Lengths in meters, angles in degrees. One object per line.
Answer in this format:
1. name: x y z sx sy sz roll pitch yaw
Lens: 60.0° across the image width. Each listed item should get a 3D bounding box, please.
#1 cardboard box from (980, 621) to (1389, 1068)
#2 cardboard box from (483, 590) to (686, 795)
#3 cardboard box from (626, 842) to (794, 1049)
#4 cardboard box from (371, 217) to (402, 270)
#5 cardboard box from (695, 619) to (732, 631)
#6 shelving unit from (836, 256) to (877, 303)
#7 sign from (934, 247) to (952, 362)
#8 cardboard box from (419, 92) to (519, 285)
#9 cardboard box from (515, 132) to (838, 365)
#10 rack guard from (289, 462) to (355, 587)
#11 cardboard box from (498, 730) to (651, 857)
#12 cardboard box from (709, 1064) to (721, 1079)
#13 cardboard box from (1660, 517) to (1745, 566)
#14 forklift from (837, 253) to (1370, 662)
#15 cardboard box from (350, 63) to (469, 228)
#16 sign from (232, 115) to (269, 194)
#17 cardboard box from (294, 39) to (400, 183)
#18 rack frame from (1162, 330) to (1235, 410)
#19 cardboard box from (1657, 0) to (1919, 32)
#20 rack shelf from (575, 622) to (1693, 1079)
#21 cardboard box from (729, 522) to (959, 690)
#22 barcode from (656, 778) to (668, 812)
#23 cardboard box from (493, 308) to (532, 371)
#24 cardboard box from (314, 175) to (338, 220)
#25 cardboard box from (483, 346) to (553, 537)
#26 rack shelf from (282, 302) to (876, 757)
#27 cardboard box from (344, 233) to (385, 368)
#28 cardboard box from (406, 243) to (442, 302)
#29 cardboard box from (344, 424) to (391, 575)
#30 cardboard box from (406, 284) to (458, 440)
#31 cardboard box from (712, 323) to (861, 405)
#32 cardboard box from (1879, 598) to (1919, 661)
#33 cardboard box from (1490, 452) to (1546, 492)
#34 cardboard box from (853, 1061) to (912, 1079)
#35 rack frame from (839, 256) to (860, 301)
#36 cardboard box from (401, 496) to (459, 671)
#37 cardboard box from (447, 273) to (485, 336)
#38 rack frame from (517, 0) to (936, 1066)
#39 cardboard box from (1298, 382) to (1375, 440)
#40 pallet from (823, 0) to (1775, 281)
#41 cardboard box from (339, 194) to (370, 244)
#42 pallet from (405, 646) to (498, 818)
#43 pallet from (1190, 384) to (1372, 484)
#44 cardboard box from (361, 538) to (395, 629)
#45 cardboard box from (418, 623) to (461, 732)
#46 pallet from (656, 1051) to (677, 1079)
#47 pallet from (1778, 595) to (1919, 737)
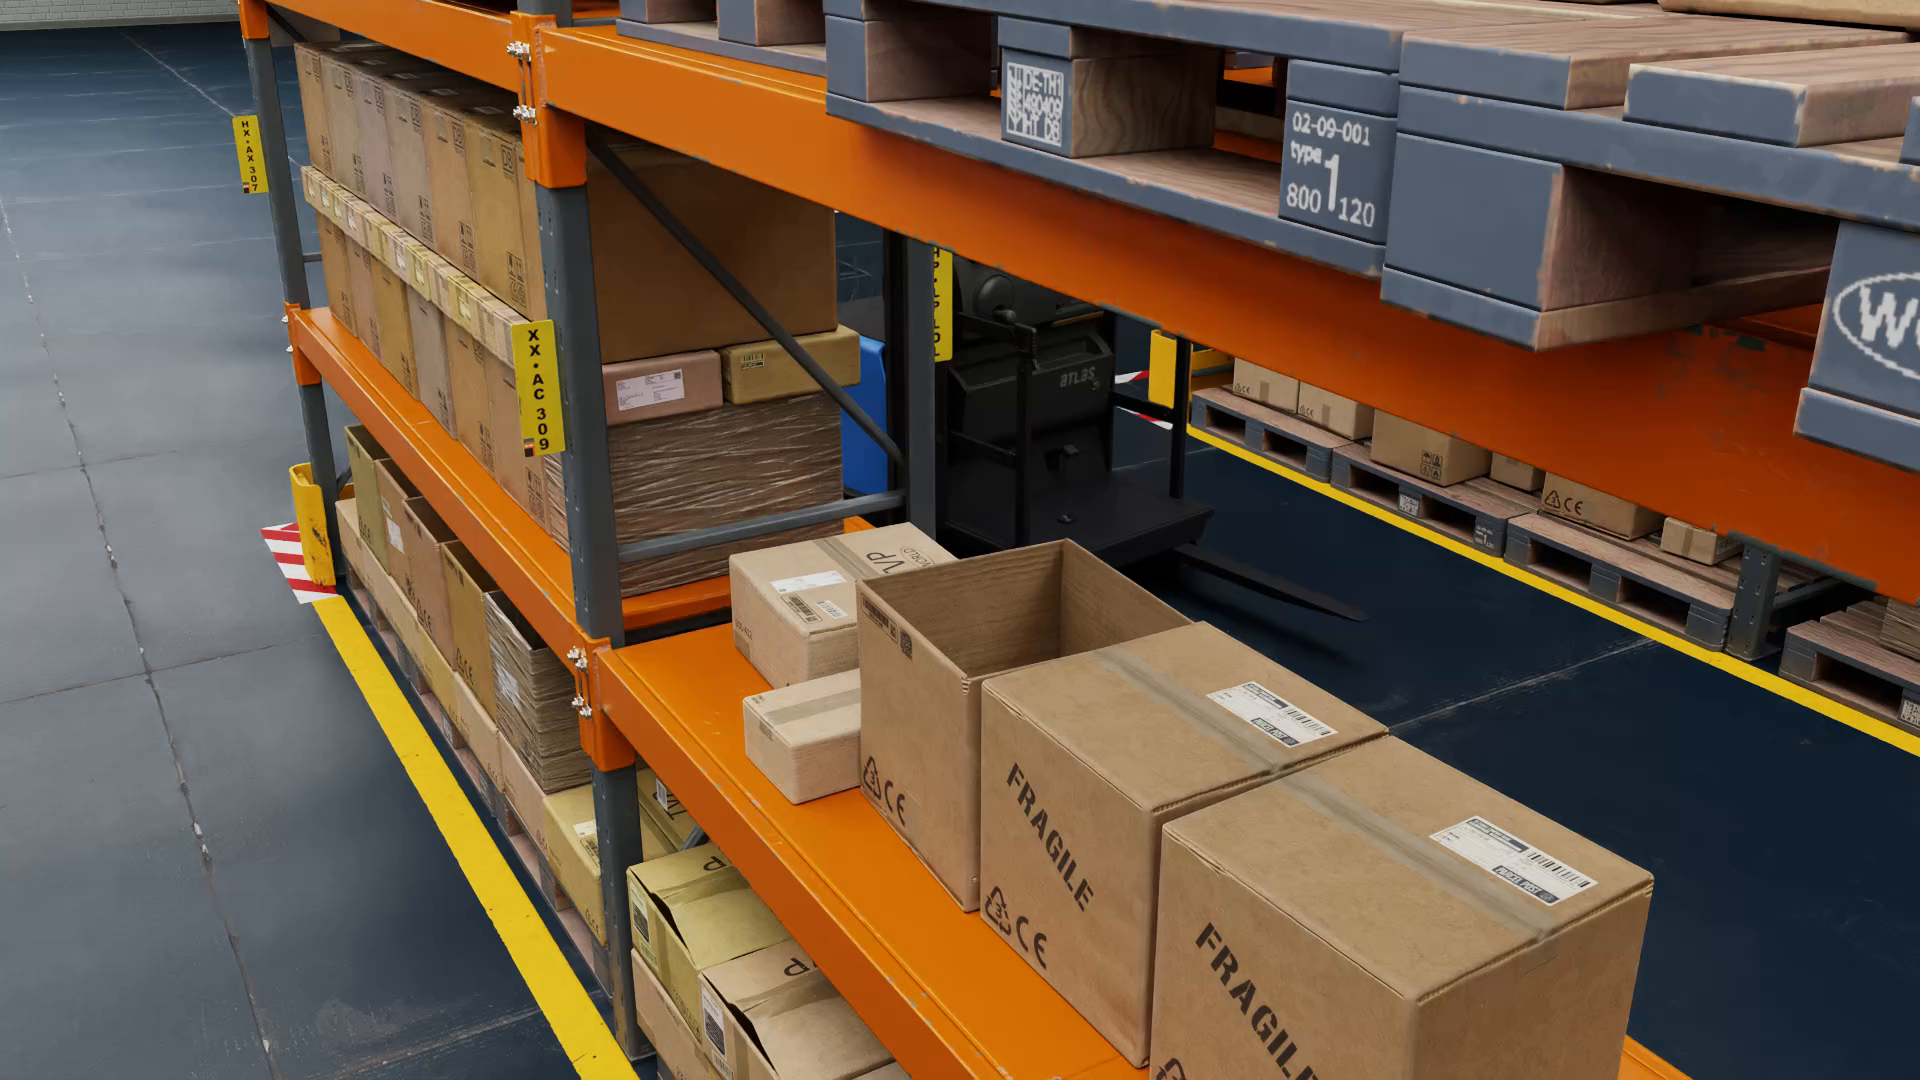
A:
1. cardboard box: 0.377 0.510 2.941 0.500 0.500 0.500 -13 25 -28
2. cardboard box: -1.197 0.431 5.364 0.500 0.500 0.500 -13 25 -28
3. cardboard box: -0.529 0.973 4.283 0.500 0.311 0.500 -13 25 -28
4. cardboard box: -1.895 -1.085 6.003 0.380 0.149 0.250 -13 25 -29
5. cardboard box: -0.494 0.493 5.212 0.500 0.500 0.500 -13 25 -28
6. shelving unit: -0.557 -0.899 8.909 0.258 1.200 0.189 -15 18 -32
7. sign: -0.065 -0.635 4.459 0.100 0.325 0.005 -13 25 -28
8. cardboard box: -1.273 -1.144 5.286 0.700 0.500 0.500 -13 25 -28
9. cardboard box: -0.759 -0.818 4.485 0.700 0.500 0.500 -12 25 -28
10. rack guard: -2.582 -0.173 8.073 1.175 0.500 0.348 -13 25 -28
11. cardboard box: -1.198 0.779 5.505 0.500 0.250 0.500 -13 25 -28
12. cardboard box: -0.273 1.395 3.990 0.500 0.250 0.500 -12 25 -27
13. cardboard box: 3.431 -0.041 7.607 0.380 0.166 0.250 -17 27 -35
14. forklift: 0.471 -1.179 7.319 1.130 2.935 3.031 -18 28 -37
15. cardboard box: -1.784 -1.467 6.083 0.700 0.500 0.500 -12 25 -28
16. sign: -3.050 -1.656 7.147 0.100 0.325 0.005 -13 25 -28
17. cardboard box: -2.315 -1.800 6.900 0.700 0.500 0.500 -13 25 -28
18. rack frame: 1.687 -2.277 9.930 1.000 3.000 0.127 -13 25 -28
19. cardboard box: 0.953 -0.550 1.340 0.500 0.250 0.500 -12 25 -27
20. rack shelf: 0.495 0.952 2.940 1.077 0.370 4.000 -13 25 -28
21. cardboard box: -0.237 0.192 4.054 0.500 0.250 0.500 -11 25 -25
22. barcode: -0.754 0.644 4.204 0.001 0.075 0.075 -13 25 -28
23. cardboard box: -1.110 -0.587 4.777 0.380 0.149 0.250 -13 26 -30
24. cardboard box: -2.417 -1.417 6.819 0.380 0.149 0.250 -13 26 -30
25. cardboard box: -1.034 -0.386 5.146 0.700 0.500 0.500 -13 25 -29
26. rack shelf: -1.548 -0.342 6.126 1.077 0.370 4.000 -13 25 -28
27. cardboard box: -2.070 -1.047 6.770 0.700 0.500 0.500 -12 25 -27
28. cardboard box: -1.635 -0.919 5.594 0.380 0.149 0.250 -12 25 -27
29. cardboard box: -2.230 -0.213 6.951 0.500 0.500 0.500 -13 25 -28
30. cardboard box: -1.549 -0.715 5.955 0.700 0.500 0.500 -12 25 -27
31. cardboard box: -0.497 -0.499 4.562 0.380 0.149 0.250 -13 25 -28
32. cardboard box: 4.121 0.207 6.554 0.700 0.500 0.500 -12 25 -26
33. cardboard box: 2.930 -0.387 8.482 0.380 0.149 0.250 -15 26 -32
34. cardboard box: -0.013 1.303 3.471 0.500 0.311 0.500 -14 26 -30
35. rack frame: -0.608 -0.915 8.983 0.240 1.200 0.006 -15 18 -32
36. cardboard box: -1.723 0.111 6.152 0.500 0.500 0.500 -13 25 -28
37. cardboard box: -1.368 -0.752 5.183 0.380 0.149 0.250 -13 25 -28
38. rack frame: -0.526 -0.028 4.397 1.000 3.000 0.127 -13 25 -28
39. cardboard box: 2.254 -0.810 9.306 0.500 0.311 0.500 -10 24 -24
40. pallet: 0.520 -0.599 2.070 1.003 0.211 1.213 -11 25 -26
41. cardboard box: -2.164 -1.253 6.417 0.380 0.149 0.250 -13 26 -29
42. pallet: -1.524 0.603 6.548 1.003 0.211 1.213 -13 25 -28
43. pallet: 2.110 -0.691 9.731 1.003 0.211 1.213 -13 25 -28
44. cardboard box: -2.228 0.134 7.093 0.500 0.250 0.500 -13 25 -28
45. cardboard box: -1.722 0.458 6.294 0.500 0.250 0.500 -13 25 -28
46. pallet: -0.117 1.494 4.354 1.003 0.211 1.213 -13 25 -28
47. pallet: 4.129 0.561 6.650 1.003 0.211 1.213 -13 25 -28
